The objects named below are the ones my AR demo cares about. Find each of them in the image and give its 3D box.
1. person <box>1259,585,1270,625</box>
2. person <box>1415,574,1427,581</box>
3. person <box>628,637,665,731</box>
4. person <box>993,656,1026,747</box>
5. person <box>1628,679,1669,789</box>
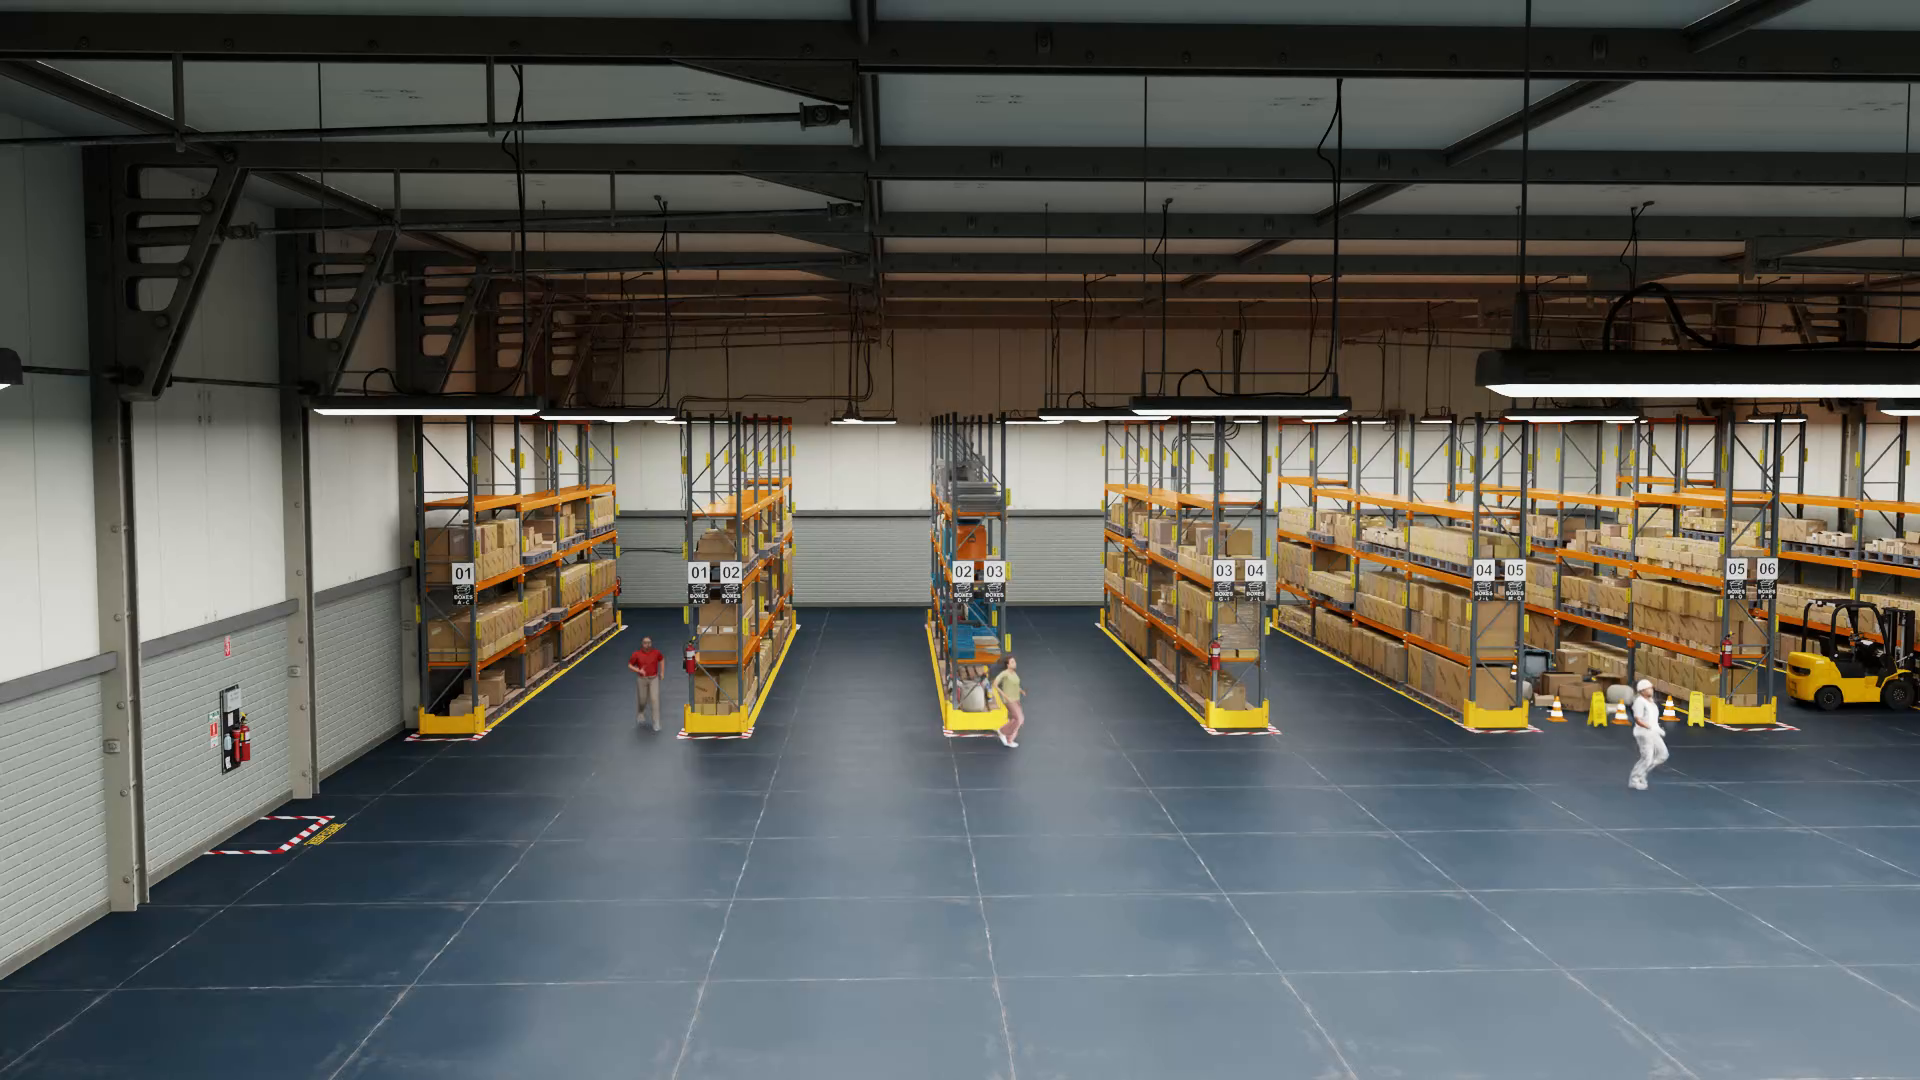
[{"bbox_3d":[7.973,1.796,44.699,0.726,1.775,0.938,0,4,3],"label":"person"},{"bbox_3d":[13.704,1.514,49.340,0.654,1.727,0.692,1,4,10],"label":"person"},{"bbox_3d":[-5.939,2.695,31.574,0.707,1.718,0.972,-1,4,-16],"label":"person"},{"bbox_3d":[0.929,2.891,29.739,0.514,1.630,0.584,2,5,32],"label":"person"},{"bbox_3d":[10.862,3.064,26.212,0.568,1.736,0.695,3,5,39],"label":"person"}]
